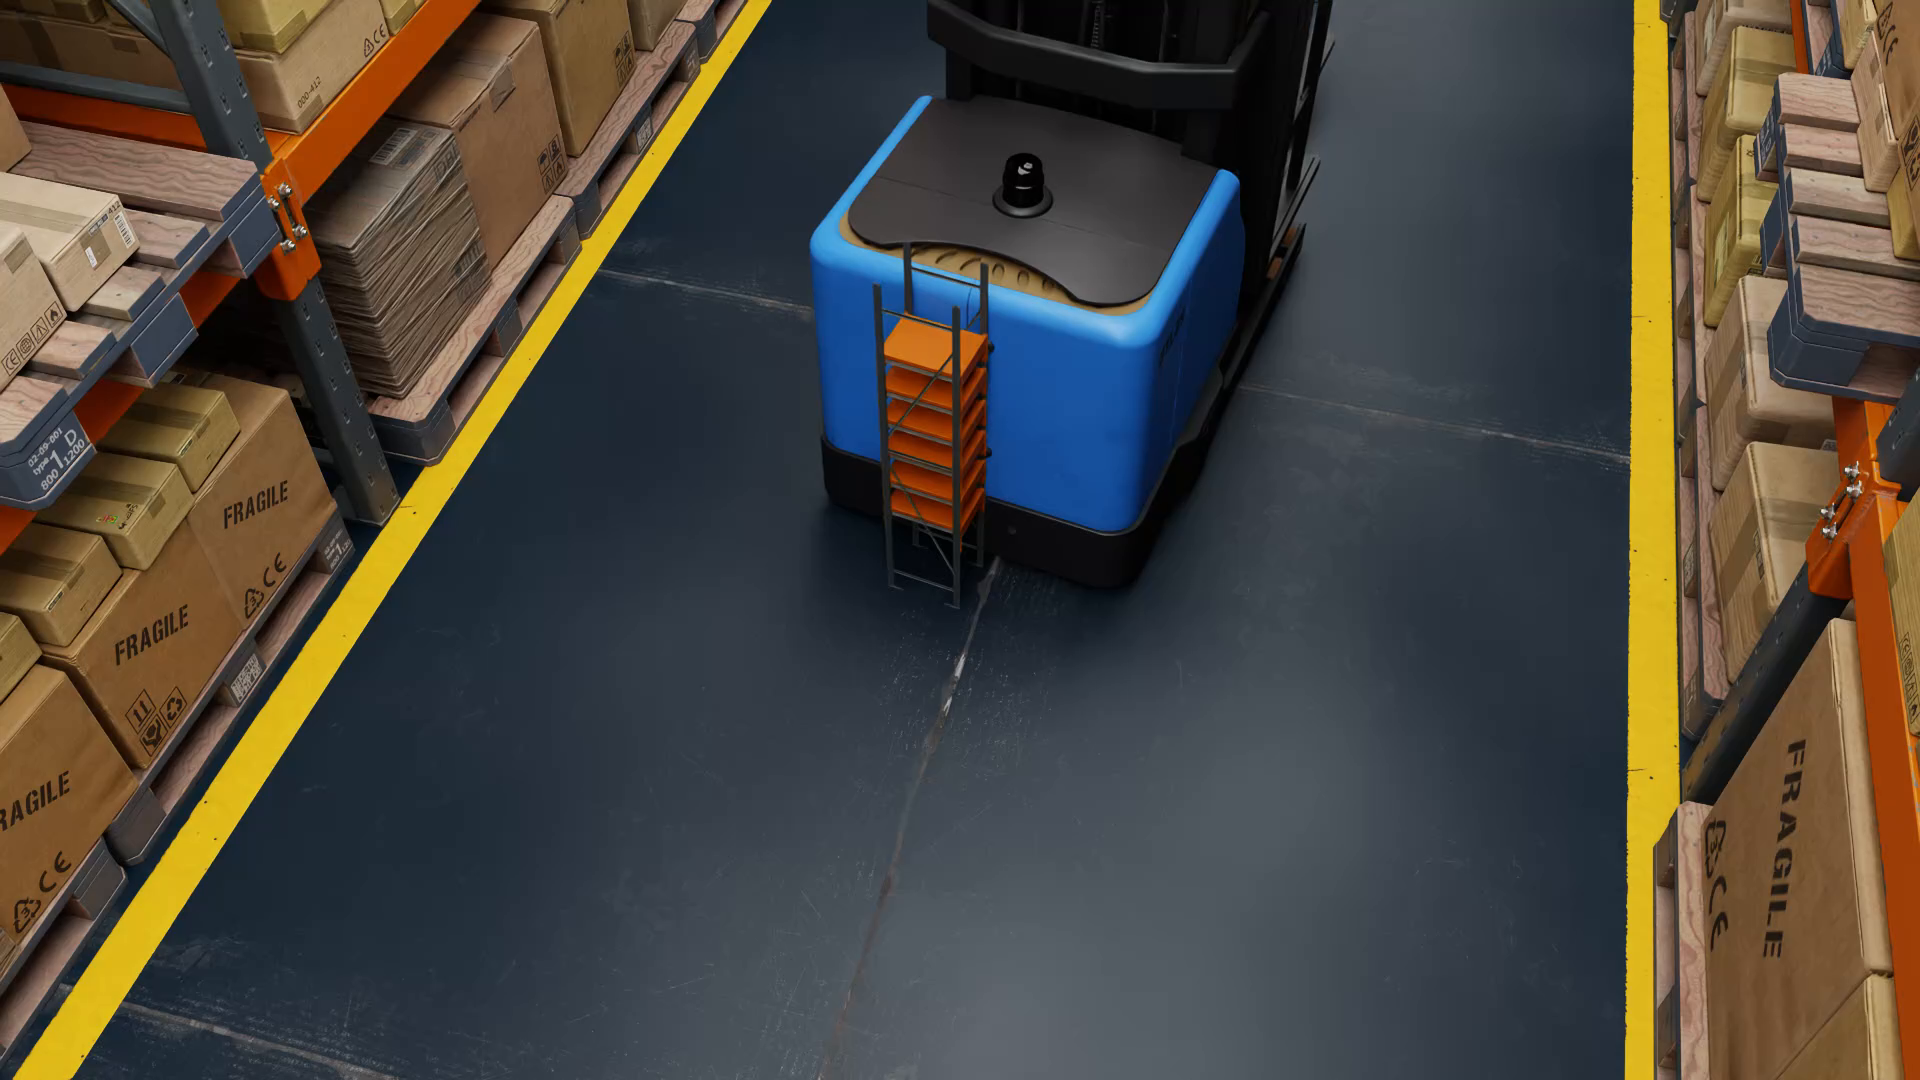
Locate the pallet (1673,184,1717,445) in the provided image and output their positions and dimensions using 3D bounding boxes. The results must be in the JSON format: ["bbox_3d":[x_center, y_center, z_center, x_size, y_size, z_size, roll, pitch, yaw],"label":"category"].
[{"bbox_3d":[3.022,-0.718,5.743,1.003,0.211,1.213,12,50,10],"label":"pallet"}]

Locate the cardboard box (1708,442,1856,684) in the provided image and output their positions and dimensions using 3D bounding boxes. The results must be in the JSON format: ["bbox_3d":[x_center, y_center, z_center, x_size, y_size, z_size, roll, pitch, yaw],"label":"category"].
[{"bbox_3d":[2.650,0.128,4.609,0.950,0.372,0.625,9,49,7],"label":"cardboard box"}]

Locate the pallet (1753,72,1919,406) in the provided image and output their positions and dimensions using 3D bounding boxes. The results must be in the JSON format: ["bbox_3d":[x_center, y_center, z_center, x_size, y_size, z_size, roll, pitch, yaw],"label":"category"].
[{"bbox_3d":[2.577,-0.669,3.968,1.213,0.211,1.003,12,50,10],"label":"pallet"}]

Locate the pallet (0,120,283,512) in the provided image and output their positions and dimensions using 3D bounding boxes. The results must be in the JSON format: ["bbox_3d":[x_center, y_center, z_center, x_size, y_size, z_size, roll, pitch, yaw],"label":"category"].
[{"bbox_3d":[-2.408,-0.605,3.911,1.213,0.211,1.003,12,50,10],"label":"pallet"}]

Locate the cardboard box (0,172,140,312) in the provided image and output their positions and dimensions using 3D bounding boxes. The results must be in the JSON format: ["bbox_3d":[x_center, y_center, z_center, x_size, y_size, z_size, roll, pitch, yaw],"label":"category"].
[{"bbox_3d":[-2.100,-0.678,3.735,0.380,0.149,0.250,12,50,11],"label":"cardboard box"}]

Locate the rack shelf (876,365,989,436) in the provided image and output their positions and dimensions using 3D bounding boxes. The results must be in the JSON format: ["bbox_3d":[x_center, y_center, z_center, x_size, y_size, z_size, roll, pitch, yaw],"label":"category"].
[{"bbox_3d":[-0.074,-0.413,4.553,0.258,0.103,0.180,18,51,15],"label":"rack shelf"}]

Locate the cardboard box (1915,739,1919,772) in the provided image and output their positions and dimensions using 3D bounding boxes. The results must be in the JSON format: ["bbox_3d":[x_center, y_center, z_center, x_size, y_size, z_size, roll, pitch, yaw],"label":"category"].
[{"bbox_3d":[2.002,0.533,2.879,0.500,0.250,0.500,10,49,9],"label":"cardboard box"}]

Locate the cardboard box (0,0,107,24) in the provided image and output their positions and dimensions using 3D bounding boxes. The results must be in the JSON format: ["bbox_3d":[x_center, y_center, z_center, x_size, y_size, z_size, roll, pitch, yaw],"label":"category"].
[{"bbox_3d":[-2.448,-1.668,4.488,0.500,0.250,0.500,13,50,11],"label":"cardboard box"}]

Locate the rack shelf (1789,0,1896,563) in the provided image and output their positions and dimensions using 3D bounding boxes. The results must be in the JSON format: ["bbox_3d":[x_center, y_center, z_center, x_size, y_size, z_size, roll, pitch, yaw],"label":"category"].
[{"bbox_3d":[3.018,-1.404,4.969,1.077,0.370,4.000,12,50,10],"label":"rack shelf"}]

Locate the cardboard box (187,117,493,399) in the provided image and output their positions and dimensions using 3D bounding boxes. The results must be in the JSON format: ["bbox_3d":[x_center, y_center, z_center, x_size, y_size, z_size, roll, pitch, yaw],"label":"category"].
[{"bbox_3d":[-2.120,-0.974,5.413,0.875,0.625,0.625,13,50,11],"label":"cardboard box"}]

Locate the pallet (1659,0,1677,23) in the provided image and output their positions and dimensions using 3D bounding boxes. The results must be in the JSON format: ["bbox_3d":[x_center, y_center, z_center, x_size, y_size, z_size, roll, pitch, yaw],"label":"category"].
[{"bbox_3d":[3.687,-2.659,7.456,1.003,0.211,1.213,12,50,10],"label":"pallet"}]

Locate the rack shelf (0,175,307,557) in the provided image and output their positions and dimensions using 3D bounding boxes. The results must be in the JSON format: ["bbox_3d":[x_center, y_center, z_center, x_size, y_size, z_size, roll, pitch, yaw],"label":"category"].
[{"bbox_3d":[-2.824,0.512,3.277,1.077,0.370,4.000,12,50,10],"label":"rack shelf"}]

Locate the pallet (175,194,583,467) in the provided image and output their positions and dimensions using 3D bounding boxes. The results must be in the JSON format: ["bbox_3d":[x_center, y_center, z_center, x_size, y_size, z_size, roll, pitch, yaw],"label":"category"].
[{"bbox_3d":[-2.043,-0.838,5.849,1.003,0.211,1.213,12,50,10],"label":"pallet"}]

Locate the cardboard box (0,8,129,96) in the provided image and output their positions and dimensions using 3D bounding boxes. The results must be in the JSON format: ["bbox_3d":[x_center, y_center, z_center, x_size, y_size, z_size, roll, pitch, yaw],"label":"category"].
[{"bbox_3d":[-2.426,-1.499,4.672,0.500,0.250,0.500,11,49,9],"label":"cardboard box"}]

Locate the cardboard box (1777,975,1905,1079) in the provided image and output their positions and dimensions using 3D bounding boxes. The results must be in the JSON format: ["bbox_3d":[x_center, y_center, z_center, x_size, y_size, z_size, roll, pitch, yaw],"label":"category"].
[{"bbox_3d":[1.991,1.496,3.066,0.875,0.875,0.875,12,50,10],"label":"cardboard box"}]

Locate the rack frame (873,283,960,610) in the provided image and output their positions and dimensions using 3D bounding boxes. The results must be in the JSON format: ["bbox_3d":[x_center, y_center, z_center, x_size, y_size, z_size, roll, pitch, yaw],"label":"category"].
[{"bbox_3d":[-0.110,-0.220,4.644,0.240,1.200,0.006,18,51,15],"label":"rack frame"}]

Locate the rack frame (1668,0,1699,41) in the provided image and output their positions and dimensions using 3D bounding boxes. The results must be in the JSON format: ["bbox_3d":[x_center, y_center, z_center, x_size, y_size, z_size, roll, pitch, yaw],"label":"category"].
[{"bbox_3d":[3.545,-3.089,5.976,1.000,3.000,0.127,12,50,10],"label":"rack frame"}]

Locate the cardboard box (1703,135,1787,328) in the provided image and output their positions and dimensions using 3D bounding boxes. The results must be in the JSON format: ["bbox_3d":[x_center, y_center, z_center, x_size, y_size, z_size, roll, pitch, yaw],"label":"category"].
[{"bbox_3d":[3.042,-0.955,5.565,0.950,0.372,0.625,13,50,11],"label":"cardboard box"}]

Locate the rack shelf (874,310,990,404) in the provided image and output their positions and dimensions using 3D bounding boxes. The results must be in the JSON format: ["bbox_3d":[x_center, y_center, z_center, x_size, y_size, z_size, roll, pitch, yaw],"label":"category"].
[{"bbox_3d":[-0.074,-0.492,4.463,0.258,0.103,0.180,18,51,15],"label":"rack shelf"}]

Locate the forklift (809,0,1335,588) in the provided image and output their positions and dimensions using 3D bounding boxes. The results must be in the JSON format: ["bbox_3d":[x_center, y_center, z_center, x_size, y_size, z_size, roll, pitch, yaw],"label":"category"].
[{"bbox_3d":[0.617,-1.949,5.016,1.130,2.935,3.031,18,51,15],"label":"forklift"}]

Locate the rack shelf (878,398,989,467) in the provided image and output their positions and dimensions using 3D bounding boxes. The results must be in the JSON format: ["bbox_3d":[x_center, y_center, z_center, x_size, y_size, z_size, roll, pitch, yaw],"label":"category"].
[{"bbox_3d":[-0.074,-0.333,4.643,0.258,0.103,0.180,18,51,15],"label":"rack shelf"}]

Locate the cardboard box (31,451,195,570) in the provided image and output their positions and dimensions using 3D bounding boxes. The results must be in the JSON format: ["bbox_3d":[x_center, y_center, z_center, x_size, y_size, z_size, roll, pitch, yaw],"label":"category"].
[{"bbox_3d":[-2.225,-0.088,4.282,0.380,0.149,0.250,9,49,8],"label":"cardboard box"}]

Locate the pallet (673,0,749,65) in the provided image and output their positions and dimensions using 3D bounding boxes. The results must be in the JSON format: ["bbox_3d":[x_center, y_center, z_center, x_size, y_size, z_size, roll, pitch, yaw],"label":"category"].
[{"bbox_3d":[-1.401,-2.603,7.406,1.003,0.211,1.213,12,50,10],"label":"pallet"}]

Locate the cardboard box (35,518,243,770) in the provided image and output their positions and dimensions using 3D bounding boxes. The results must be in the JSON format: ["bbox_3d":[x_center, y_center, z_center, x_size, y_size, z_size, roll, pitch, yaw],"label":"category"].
[{"bbox_3d":[-2.343,0.224,4.439,0.500,0.500,0.500,11,49,9],"label":"cardboard box"}]

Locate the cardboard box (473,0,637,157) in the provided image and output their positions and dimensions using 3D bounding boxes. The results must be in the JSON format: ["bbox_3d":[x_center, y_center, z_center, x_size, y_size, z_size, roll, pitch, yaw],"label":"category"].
[{"bbox_3d":[-1.779,-1.936,6.261,0.875,0.625,0.625,10,49,8],"label":"cardboard box"}]

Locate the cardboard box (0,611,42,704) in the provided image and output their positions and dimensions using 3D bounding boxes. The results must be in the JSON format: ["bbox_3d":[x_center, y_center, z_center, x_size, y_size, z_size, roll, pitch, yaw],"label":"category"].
[{"bbox_3d":[-2.450,0.275,3.961,0.380,0.149,0.250,13,50,11],"label":"cardboard box"}]

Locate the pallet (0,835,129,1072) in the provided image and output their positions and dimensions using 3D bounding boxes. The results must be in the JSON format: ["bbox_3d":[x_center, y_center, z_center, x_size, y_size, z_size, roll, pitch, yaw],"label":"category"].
[{"bbox_3d":[-2.854,1.162,4.083,1.003,0.211,1.213,12,50,10],"label":"pallet"}]

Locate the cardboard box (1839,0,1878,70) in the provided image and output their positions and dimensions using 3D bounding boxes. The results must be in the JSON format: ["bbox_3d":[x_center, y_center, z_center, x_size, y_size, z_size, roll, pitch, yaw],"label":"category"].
[{"bbox_3d":[2.508,-1.317,4.299,0.380,0.149,0.250,12,50,11],"label":"cardboard box"}]

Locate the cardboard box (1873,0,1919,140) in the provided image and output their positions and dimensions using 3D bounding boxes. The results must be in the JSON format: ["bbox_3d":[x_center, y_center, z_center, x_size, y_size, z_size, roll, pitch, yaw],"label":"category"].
[{"bbox_3d":[2.469,-1.226,3.786,0.500,0.500,0.500,11,49,9],"label":"cardboard box"}]

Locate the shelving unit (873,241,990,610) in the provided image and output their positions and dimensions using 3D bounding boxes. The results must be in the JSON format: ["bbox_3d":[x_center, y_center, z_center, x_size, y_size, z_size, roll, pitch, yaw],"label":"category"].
[{"bbox_3d":[-0.074,-0.283,4.700,0.258,1.200,0.189,18,51,15],"label":"shelving unit"}]

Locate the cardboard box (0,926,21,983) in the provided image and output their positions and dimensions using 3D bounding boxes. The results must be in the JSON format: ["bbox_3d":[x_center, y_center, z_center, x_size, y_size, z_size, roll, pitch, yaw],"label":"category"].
[{"bbox_3d":[-2.597,0.982,3.770,0.500,0.500,0.500,10,49,9],"label":"cardboard box"}]

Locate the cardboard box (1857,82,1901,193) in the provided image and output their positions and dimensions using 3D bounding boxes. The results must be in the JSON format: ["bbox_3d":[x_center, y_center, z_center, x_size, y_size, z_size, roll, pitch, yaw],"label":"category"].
[{"bbox_3d":[2.375,-0.934,3.962,0.380,0.149,0.250,11,50,10],"label":"cardboard box"}]

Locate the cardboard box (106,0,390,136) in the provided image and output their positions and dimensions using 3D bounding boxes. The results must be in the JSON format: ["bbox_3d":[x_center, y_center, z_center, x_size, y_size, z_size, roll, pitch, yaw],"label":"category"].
[{"bbox_3d":[-1.945,-1.396,4.581,0.500,0.250,0.500,12,50,10],"label":"cardboard box"}]

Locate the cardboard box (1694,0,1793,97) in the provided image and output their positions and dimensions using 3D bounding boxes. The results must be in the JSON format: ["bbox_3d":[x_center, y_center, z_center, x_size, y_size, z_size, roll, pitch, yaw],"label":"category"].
[{"bbox_3d":[3.409,-1.979,6.468,0.950,0.372,0.625,12,50,11],"label":"cardboard box"}]
